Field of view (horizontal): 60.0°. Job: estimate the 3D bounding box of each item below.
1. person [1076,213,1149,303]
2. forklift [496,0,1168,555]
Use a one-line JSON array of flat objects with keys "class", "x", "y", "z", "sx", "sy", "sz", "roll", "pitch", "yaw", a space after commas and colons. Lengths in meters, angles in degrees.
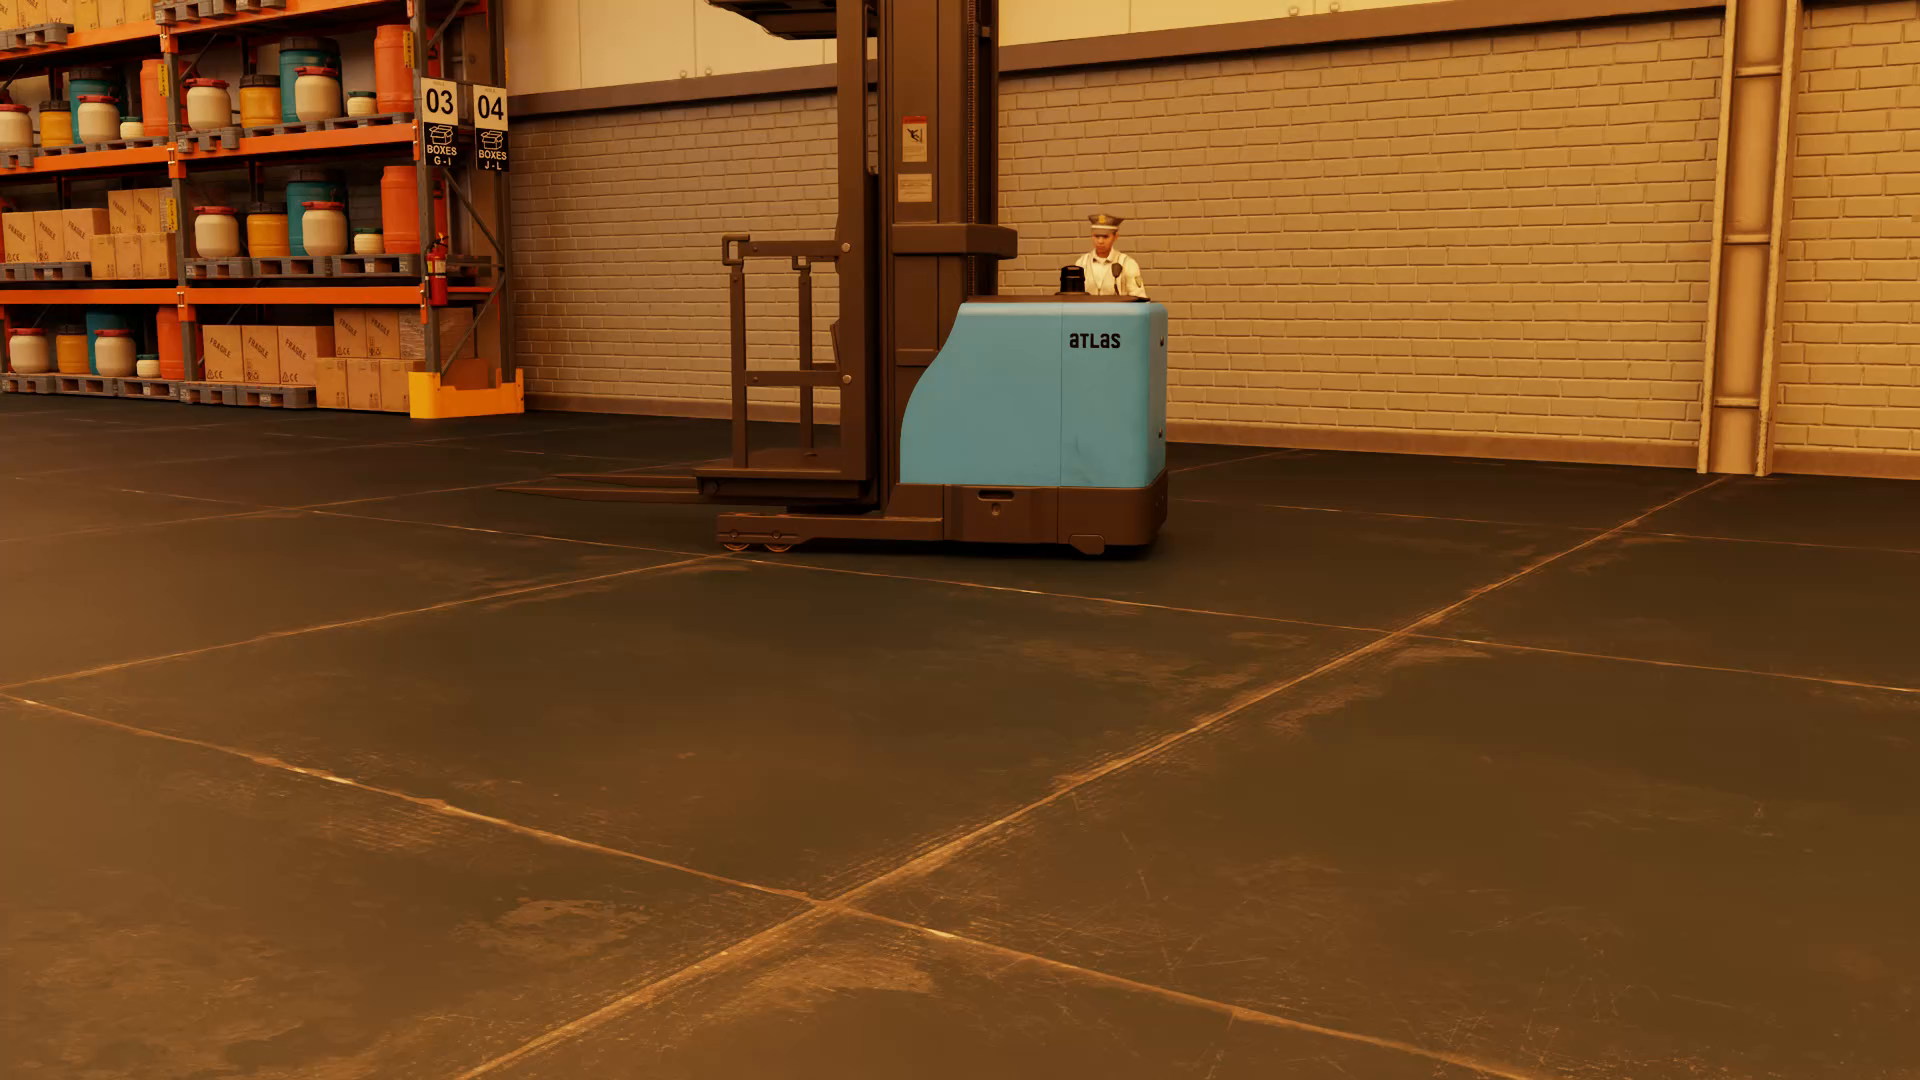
[{"class": "person", "x": 0.961, "y": -1.344, "z": 11.165, "sx": 0.610, "sy": 1.667, "sz": 0.397, "roll": 3, "pitch": 9, "yaw": 18}, {"class": "forklift", "x": -0.596, "y": -1.469, "z": 7.520, "sx": 3.031, "sy": 2.935, "sz": 1.130, "roll": 2, "pitch": 8, "yaw": 12}]
